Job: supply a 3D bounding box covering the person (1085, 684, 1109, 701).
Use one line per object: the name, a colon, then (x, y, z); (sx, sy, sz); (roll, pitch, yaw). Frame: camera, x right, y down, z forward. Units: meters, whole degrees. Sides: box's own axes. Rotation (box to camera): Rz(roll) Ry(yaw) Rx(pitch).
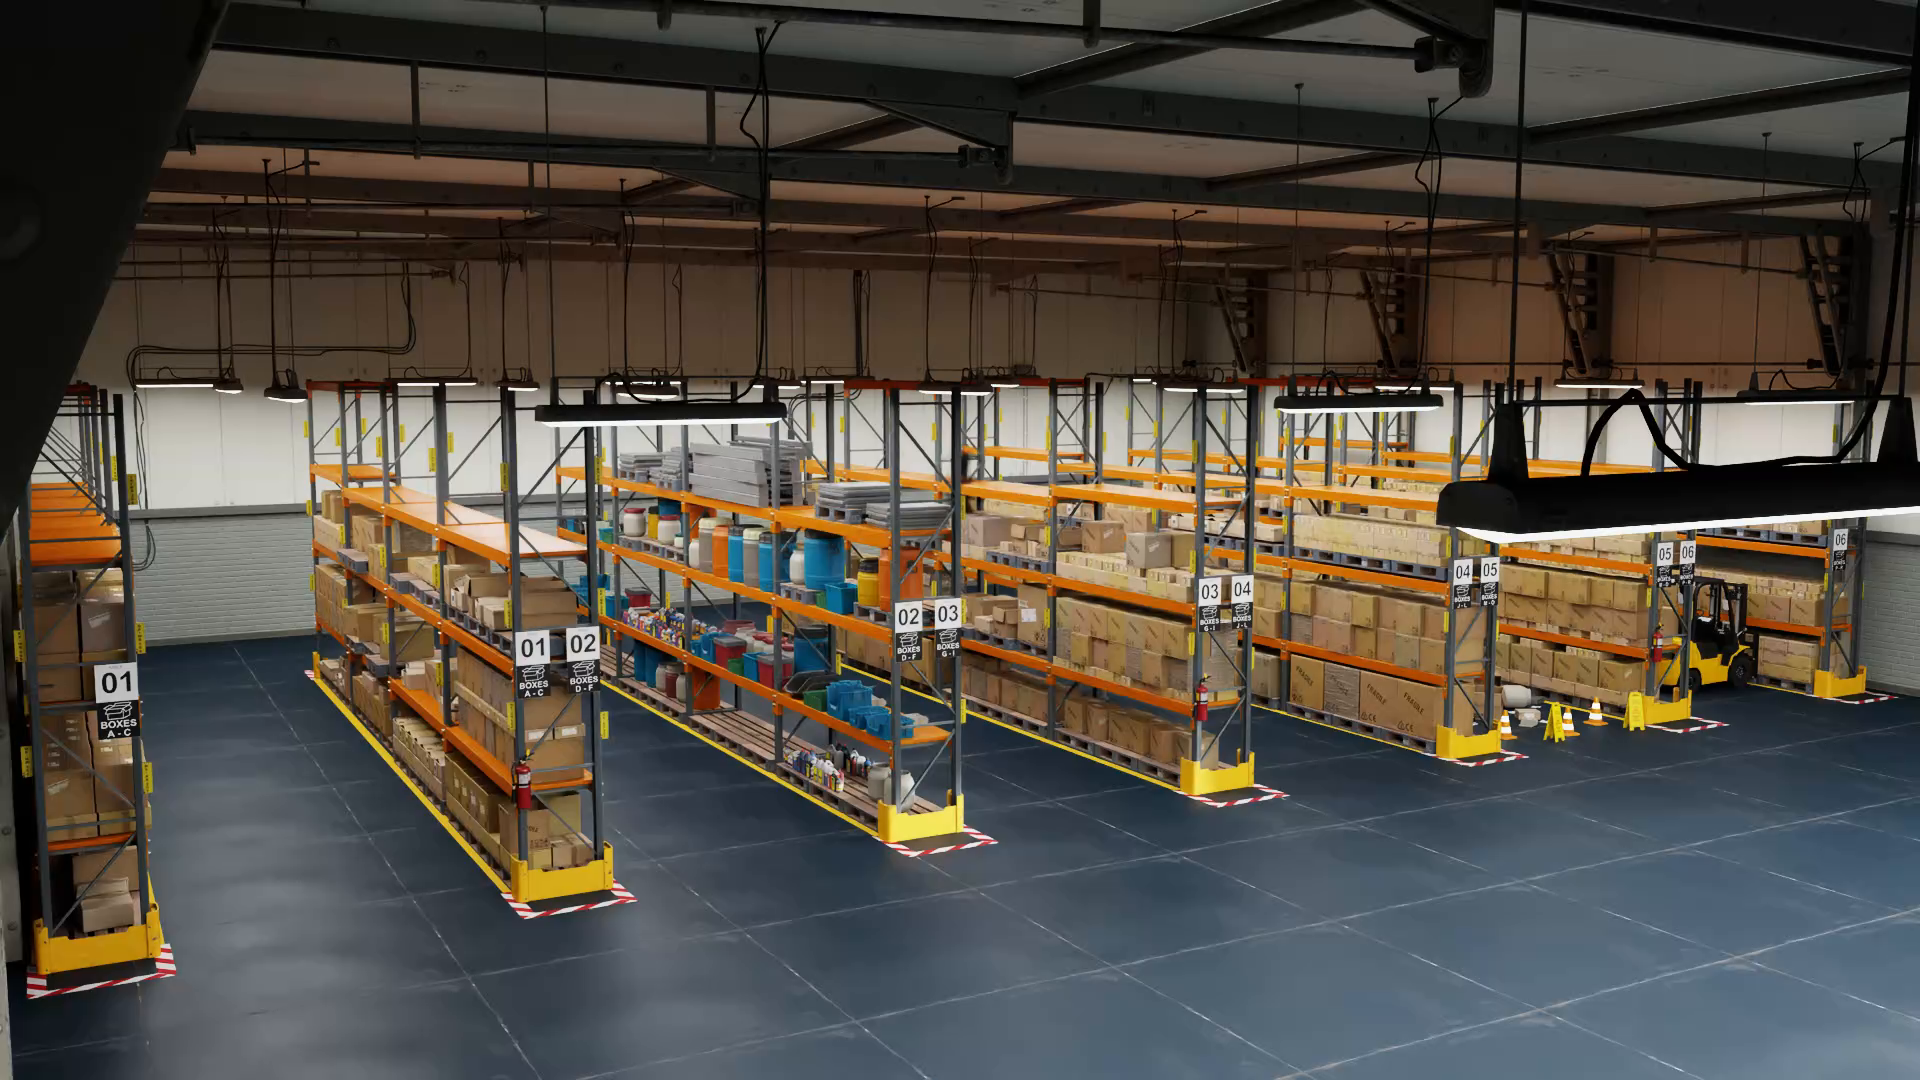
person: (2.676, 2.228, 31.466); (0.662, 1.560, 1.017); (-3, 7, -26)
